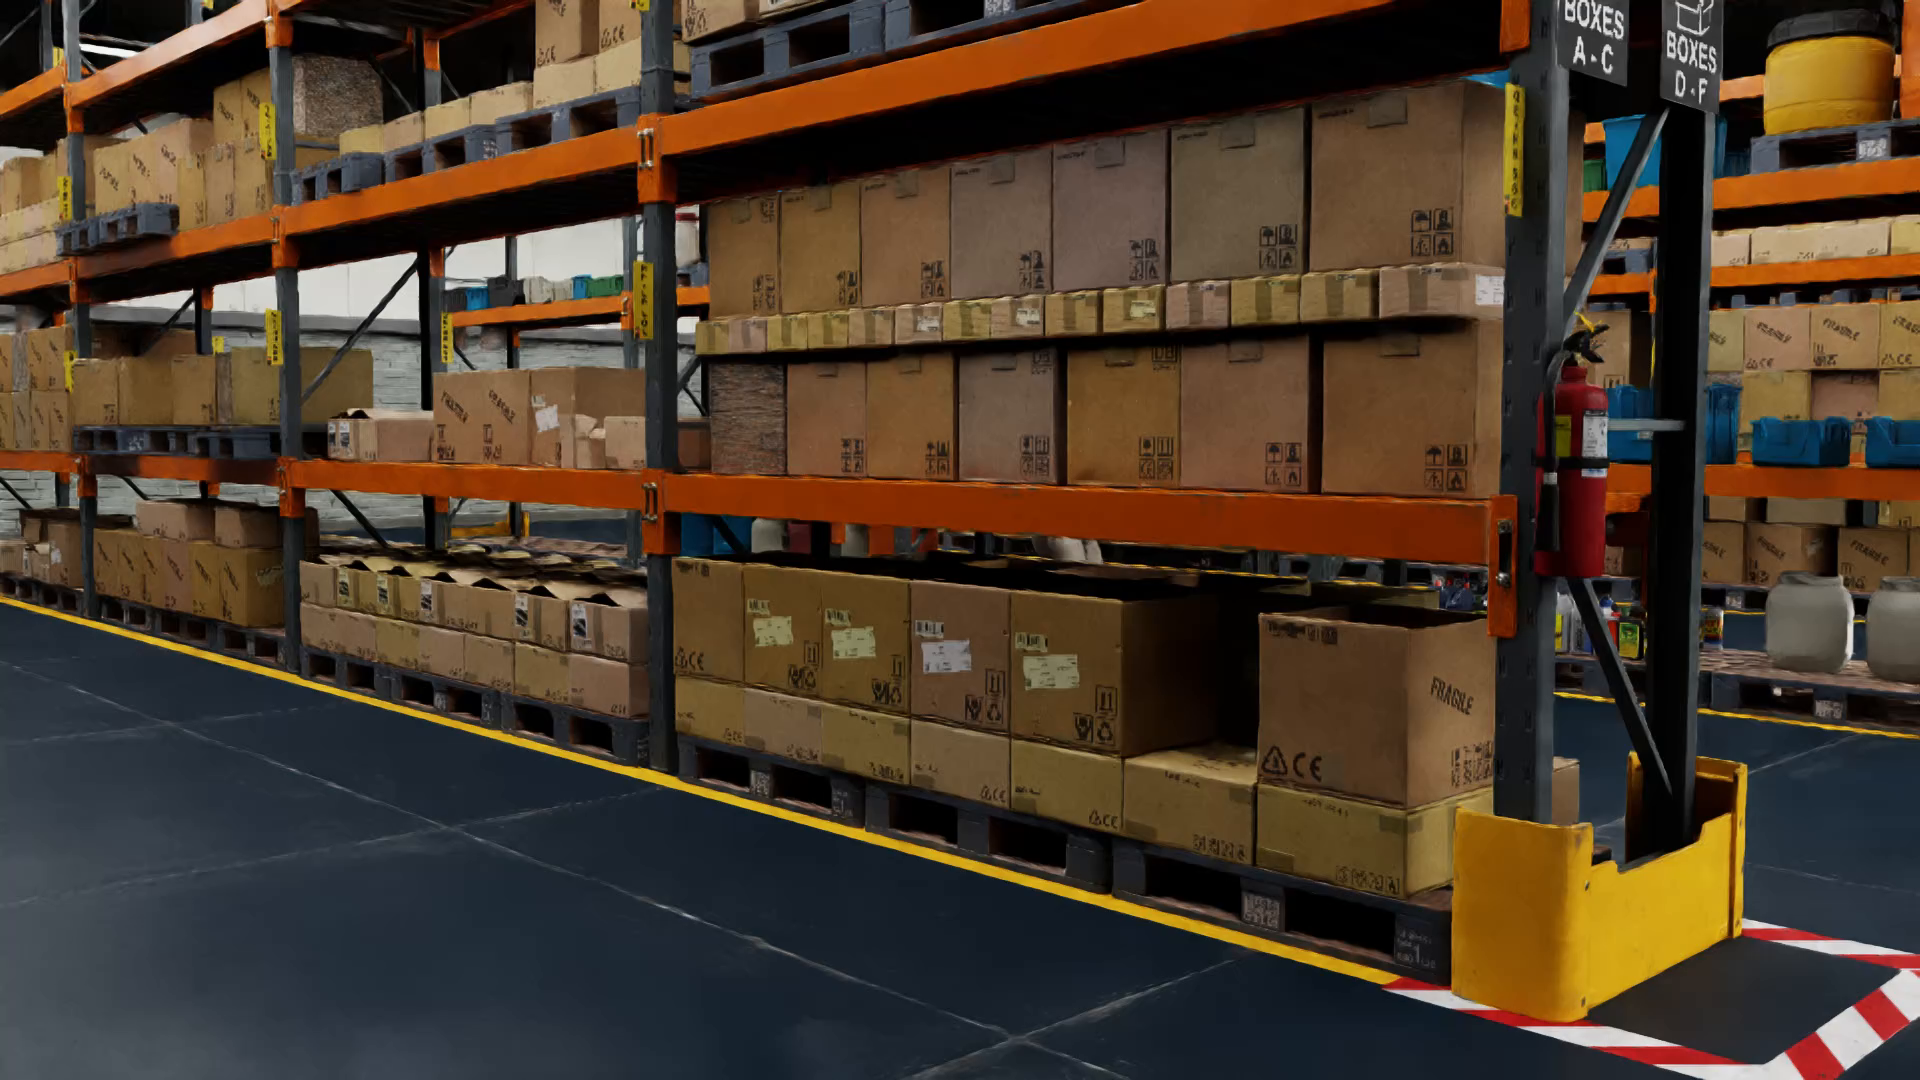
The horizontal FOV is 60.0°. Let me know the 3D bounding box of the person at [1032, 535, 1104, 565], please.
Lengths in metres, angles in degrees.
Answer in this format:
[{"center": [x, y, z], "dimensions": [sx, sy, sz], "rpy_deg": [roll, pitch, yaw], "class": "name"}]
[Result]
[{"center": [0.685, -0.023, 10.052], "dimensions": [0.508, 1.696, 0.717], "rpy_deg": [3, 5, 39], "class": "person"}]
